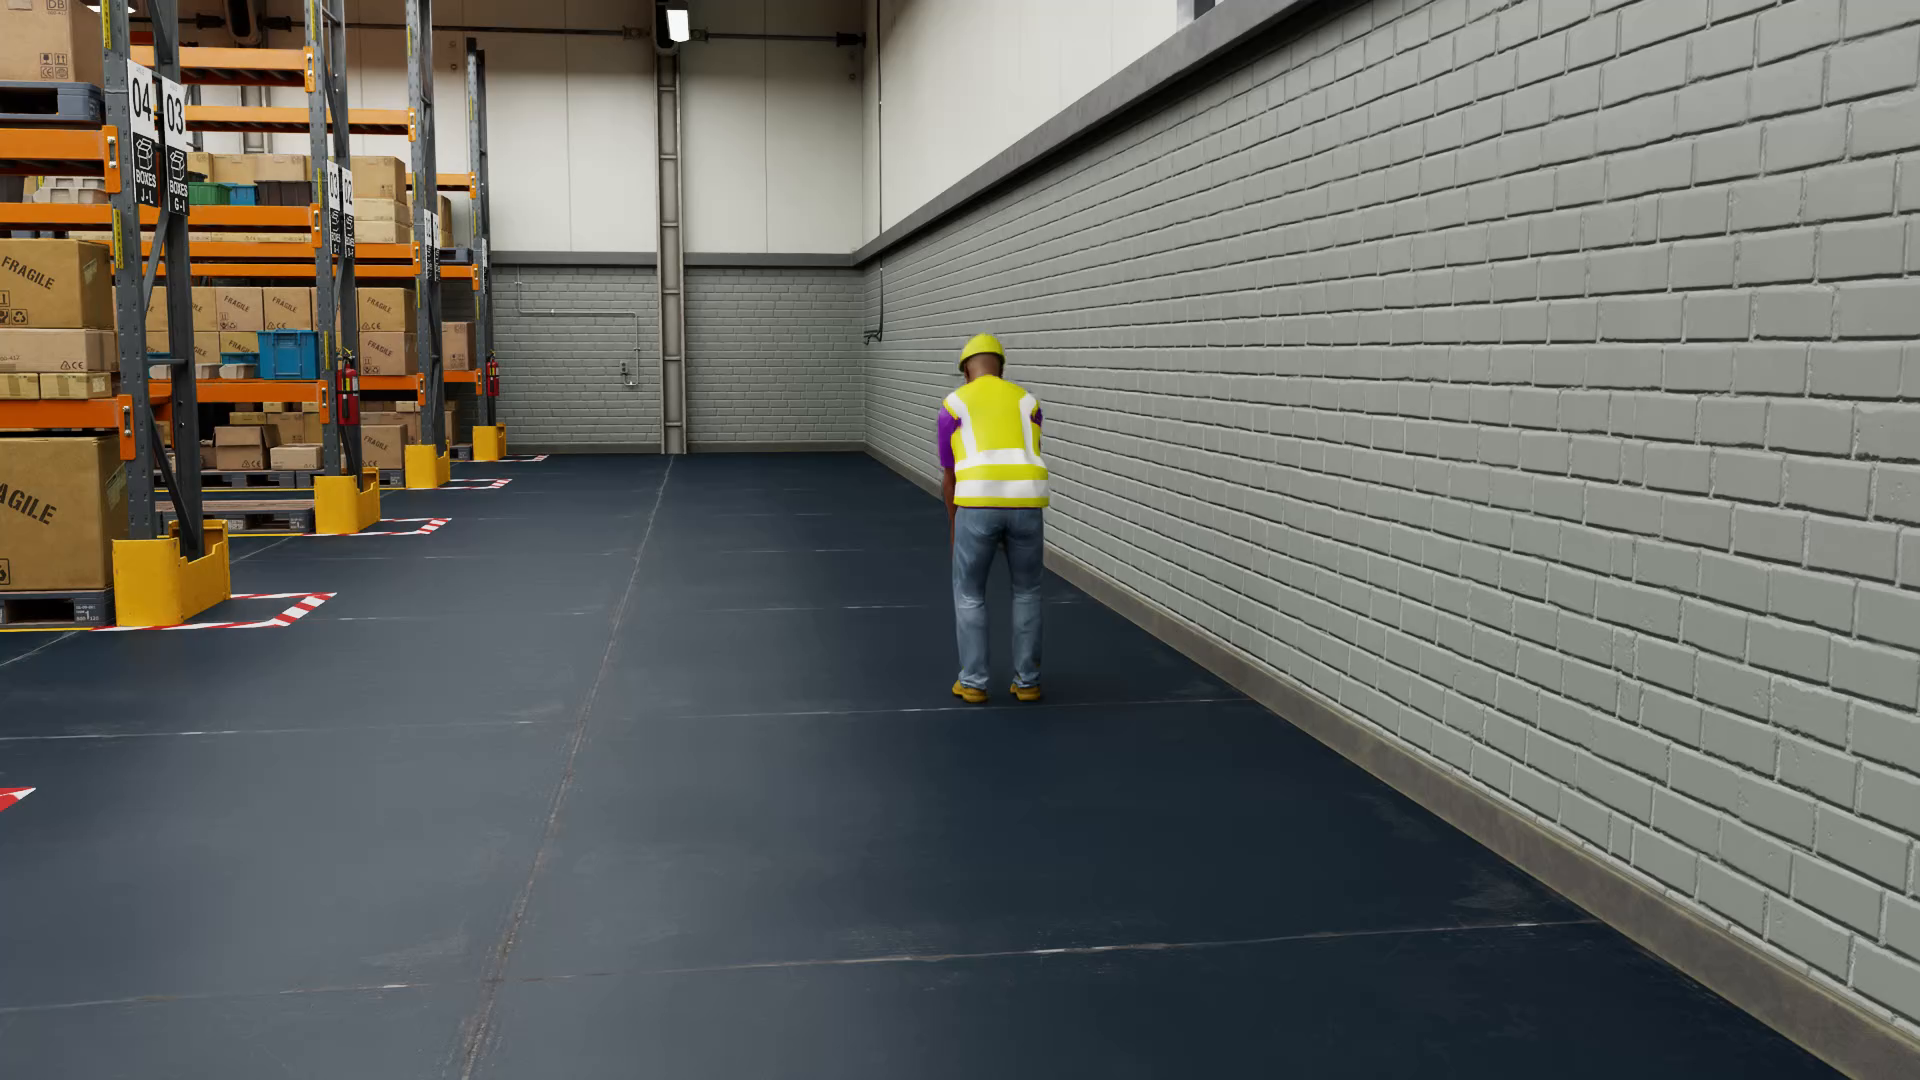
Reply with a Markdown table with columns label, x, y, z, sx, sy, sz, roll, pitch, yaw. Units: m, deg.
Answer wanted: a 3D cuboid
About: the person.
| label | x | y | z | sx | sy | sz | roll | pitch | yaw |
| --- | --- | --- | --- | --- | --- | --- | --- | --- | --- |
| person | 0.141 | -0.119 | 7.640 | 0.483 | 1.657 | 0.693 | -1 | 7 | -10 |
